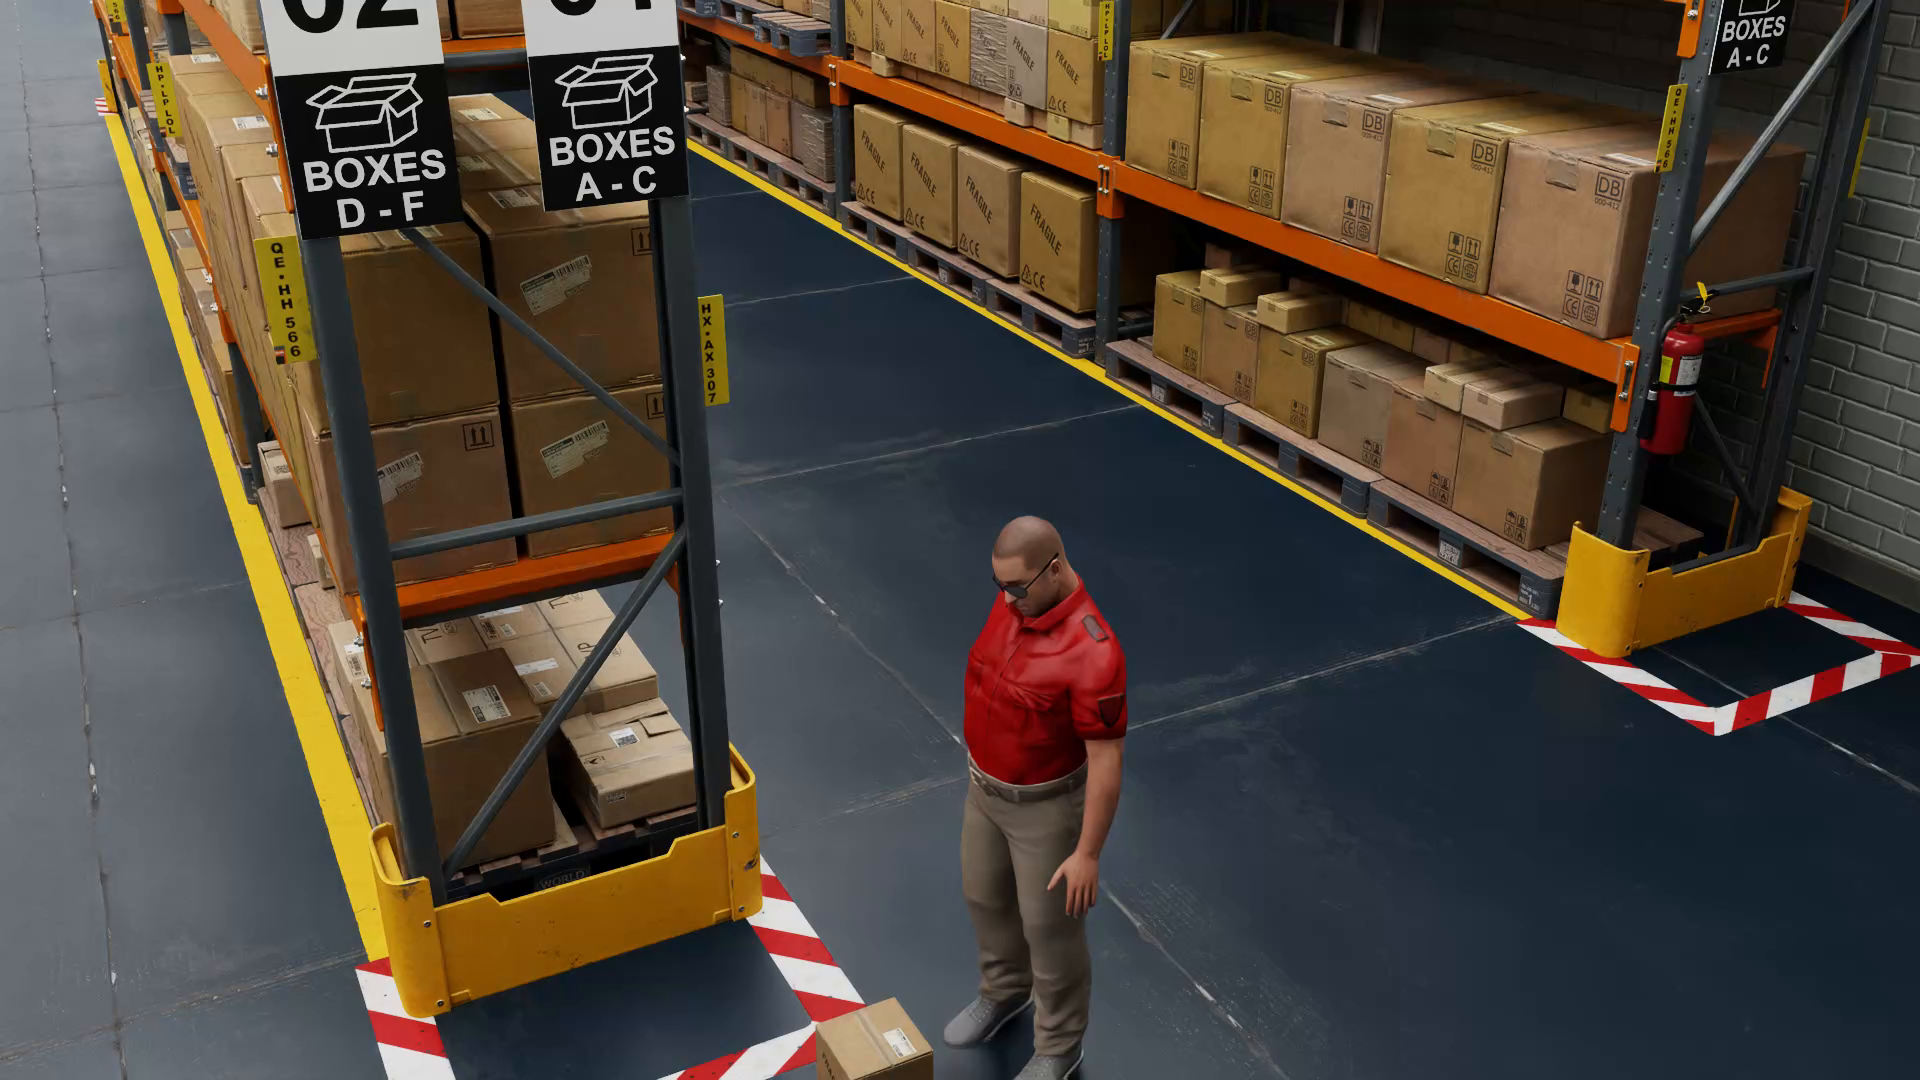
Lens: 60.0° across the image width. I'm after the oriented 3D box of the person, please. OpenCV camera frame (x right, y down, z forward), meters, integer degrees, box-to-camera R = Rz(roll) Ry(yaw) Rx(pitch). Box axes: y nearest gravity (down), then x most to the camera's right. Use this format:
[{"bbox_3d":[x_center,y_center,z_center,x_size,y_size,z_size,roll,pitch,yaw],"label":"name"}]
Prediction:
[{"bbox_3d":[0.197,0.756,4.551,0.395,1.773,0.662,-16,30,-30],"label":"person"}]
